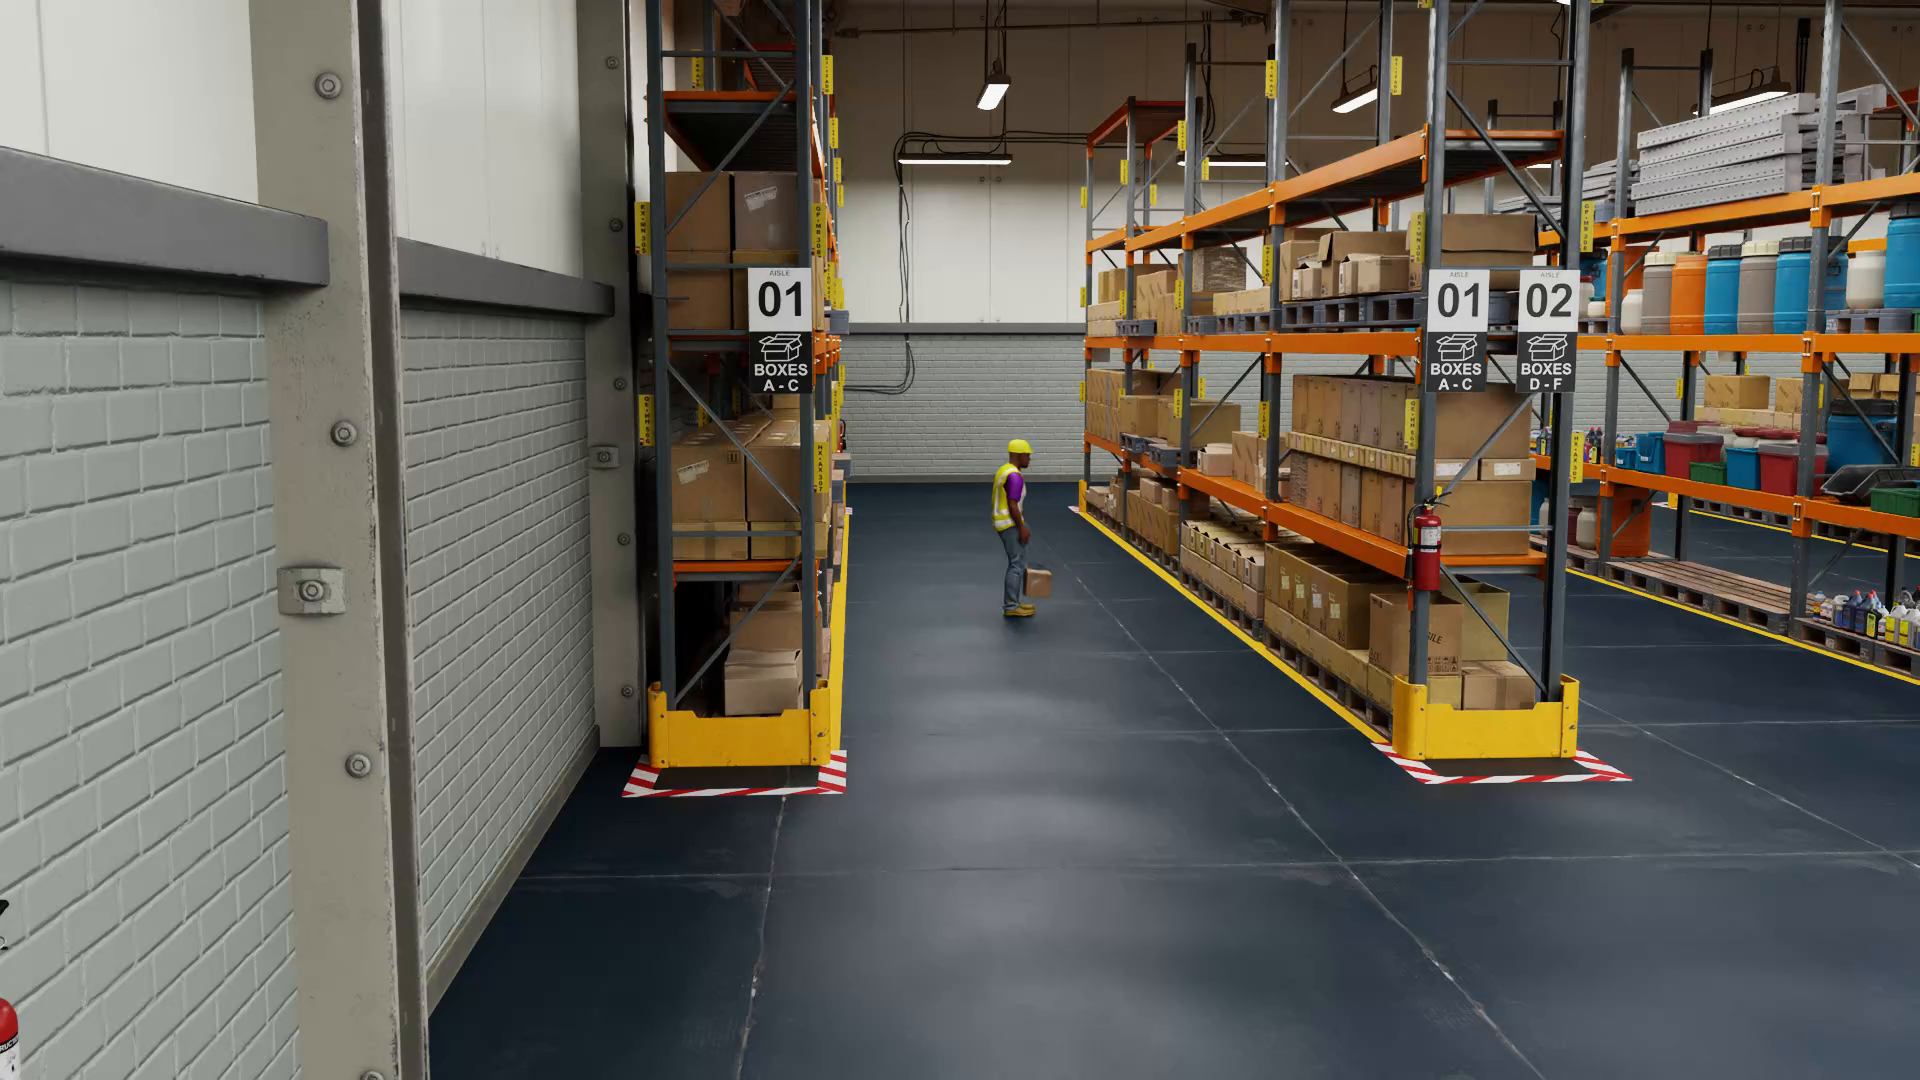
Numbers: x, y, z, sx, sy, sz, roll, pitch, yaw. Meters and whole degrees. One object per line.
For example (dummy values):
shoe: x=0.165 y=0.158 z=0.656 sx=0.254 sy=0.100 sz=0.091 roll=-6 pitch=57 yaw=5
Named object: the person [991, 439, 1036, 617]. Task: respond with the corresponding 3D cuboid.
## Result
person: x=0.548 y=-0.132 z=16.759 sx=0.457 sy=1.763 sz=0.601 roll=-1 pitch=7 yaw=-6
